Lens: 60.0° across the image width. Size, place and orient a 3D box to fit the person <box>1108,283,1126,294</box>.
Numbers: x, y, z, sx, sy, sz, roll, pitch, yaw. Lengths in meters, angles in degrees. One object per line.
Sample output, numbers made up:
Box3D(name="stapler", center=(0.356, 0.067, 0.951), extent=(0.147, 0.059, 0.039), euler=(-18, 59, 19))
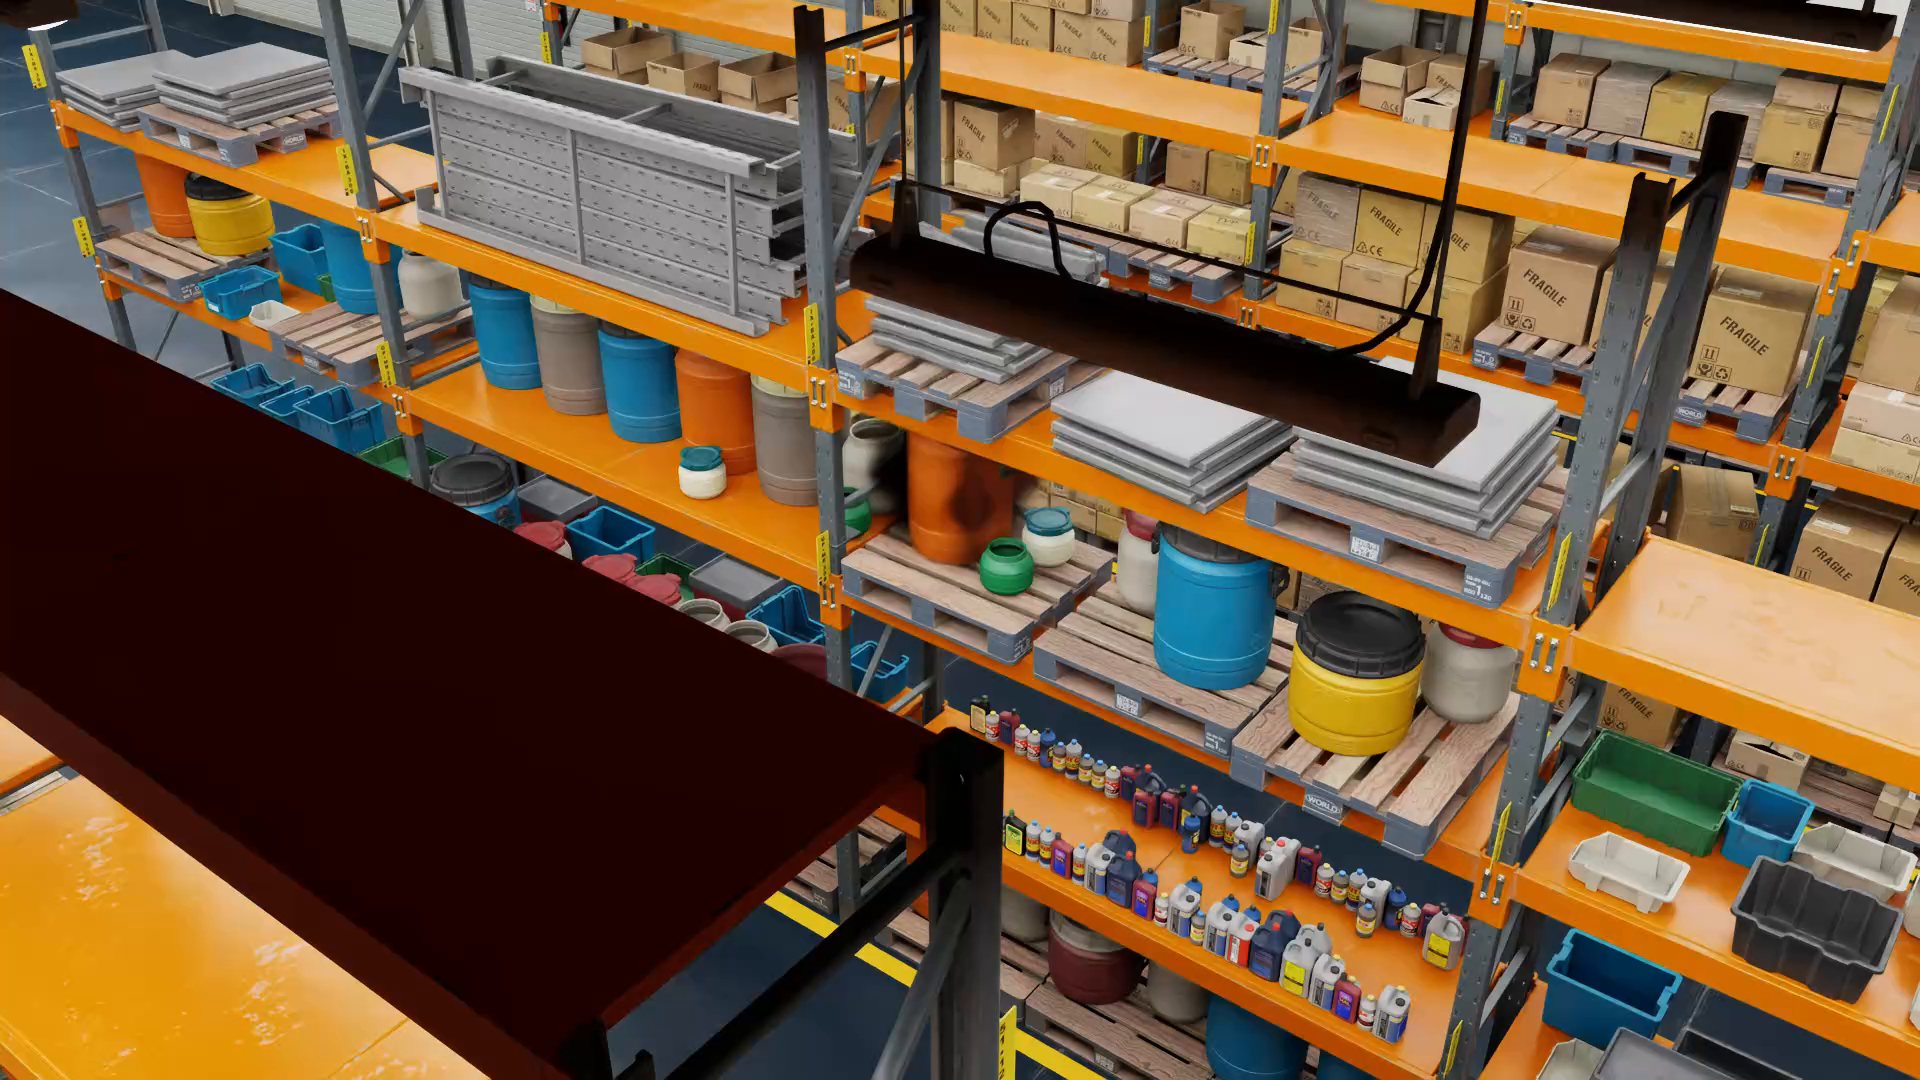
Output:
Box3D(name="person", center=(1.562, -1.851, 16.712), extent=(0.576, 1.788, 0.532), euler=(2, 31, 3))
